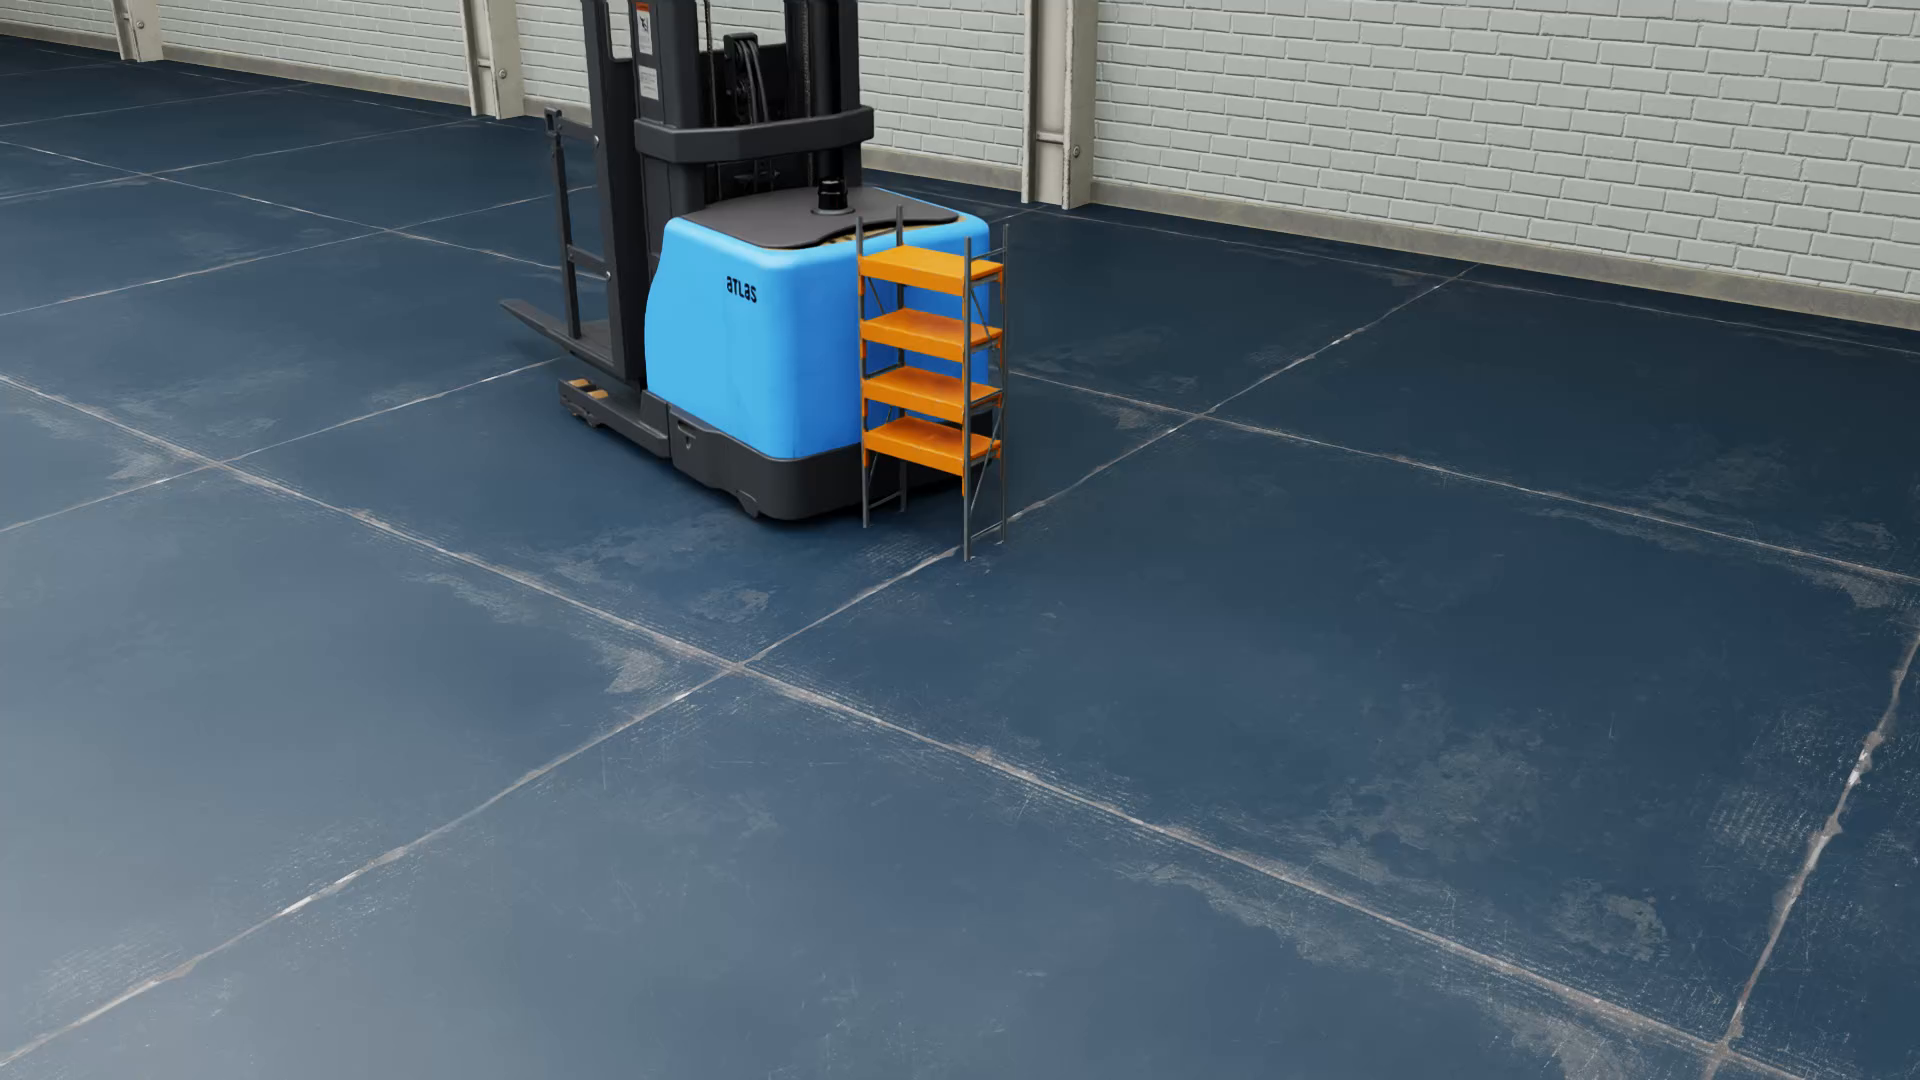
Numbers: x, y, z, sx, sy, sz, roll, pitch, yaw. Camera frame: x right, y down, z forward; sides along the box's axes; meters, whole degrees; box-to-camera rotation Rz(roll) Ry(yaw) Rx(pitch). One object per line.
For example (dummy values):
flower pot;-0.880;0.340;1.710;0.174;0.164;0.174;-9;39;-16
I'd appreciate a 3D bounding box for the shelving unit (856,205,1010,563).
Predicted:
shelving unit;-0.097;-0.566;6.046;0.503;1.200;0.258;18;29;35

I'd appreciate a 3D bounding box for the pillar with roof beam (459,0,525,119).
pillar with roof beam;-6.708;-6.540;9.932;0.400;9.000;9.100;17;29;33

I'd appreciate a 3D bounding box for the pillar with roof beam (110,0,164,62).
pillar with roof beam;-11.510;-7.990;13.225;0.400;9.000;9.100;17;29;33

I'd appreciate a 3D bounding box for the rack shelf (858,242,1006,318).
rack shelf;-0.097;-0.925;5.887;0.480;0.148;0.258;18;29;35

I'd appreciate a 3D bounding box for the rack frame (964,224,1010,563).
rack frame;0.094;-0.505;5.907;0.015;1.200;0.240;18;29;35

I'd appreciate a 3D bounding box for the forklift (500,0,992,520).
forklift;-1.159;-1.947;7.034;1.130;2.935;3.031;-17;29;-34

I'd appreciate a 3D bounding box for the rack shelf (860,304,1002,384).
rack shelf;-0.097;-0.709;5.983;0.480;0.148;0.258;18;29;35

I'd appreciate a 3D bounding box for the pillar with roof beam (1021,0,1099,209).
pillar with roof beam;-1.907;-5.089;6.639;0.400;9.000;9.100;17;29;33

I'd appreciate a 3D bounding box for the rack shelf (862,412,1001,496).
rack shelf;-0.097;-0.322;6.153;0.480;0.148;0.258;18;29;35

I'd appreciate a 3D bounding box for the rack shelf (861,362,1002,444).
rack shelf;-0.097;-0.504;6.073;0.480;0.148;0.258;18;29;35

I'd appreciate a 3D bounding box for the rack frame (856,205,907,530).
rack frame;-0.288;-0.627;6.185;0.015;1.200;0.240;18;29;35
